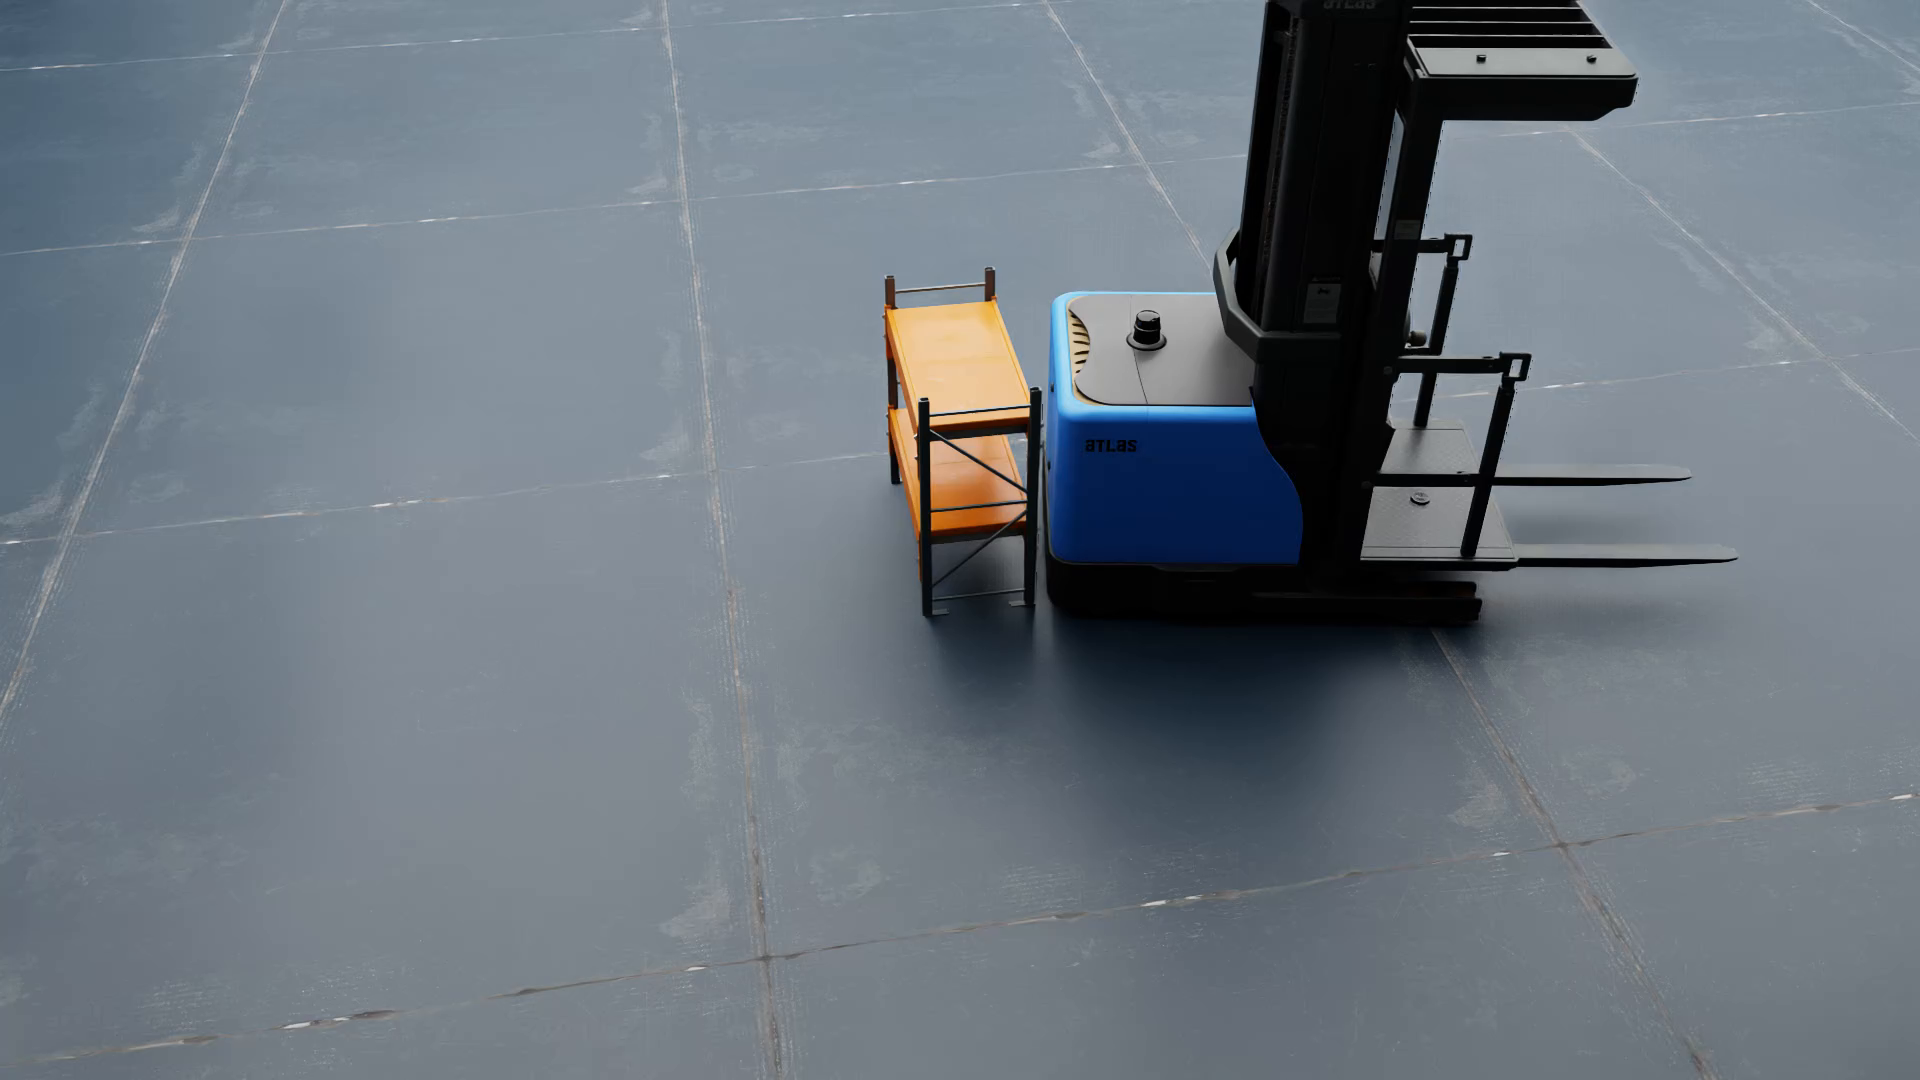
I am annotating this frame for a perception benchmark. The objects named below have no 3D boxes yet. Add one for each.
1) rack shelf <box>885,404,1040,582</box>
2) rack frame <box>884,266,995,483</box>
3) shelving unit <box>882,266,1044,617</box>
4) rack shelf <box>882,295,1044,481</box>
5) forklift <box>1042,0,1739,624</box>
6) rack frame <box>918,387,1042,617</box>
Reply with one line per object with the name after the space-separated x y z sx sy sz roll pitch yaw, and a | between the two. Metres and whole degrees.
-0.004 -0.255 7.560 0.538 0.278 1.000 -6 38 -8 | rack shelf
-0.090 -0.756 7.806 0.500 1.125 0.032 -6 38 -8 | rack frame
-0.004 -0.448 7.410 0.538 1.125 1.048 -6 38 -8 | shelving unit
-0.004 -0.680 7.231 0.538 0.278 1.000 -6 38 -8 | rack shelf
1.905 -1.119 6.801 3.031 2.935 1.130 0 38 1 | forklift
0.081 -0.141 7.015 0.500 1.125 0.032 -6 38 -8 | rack frame
